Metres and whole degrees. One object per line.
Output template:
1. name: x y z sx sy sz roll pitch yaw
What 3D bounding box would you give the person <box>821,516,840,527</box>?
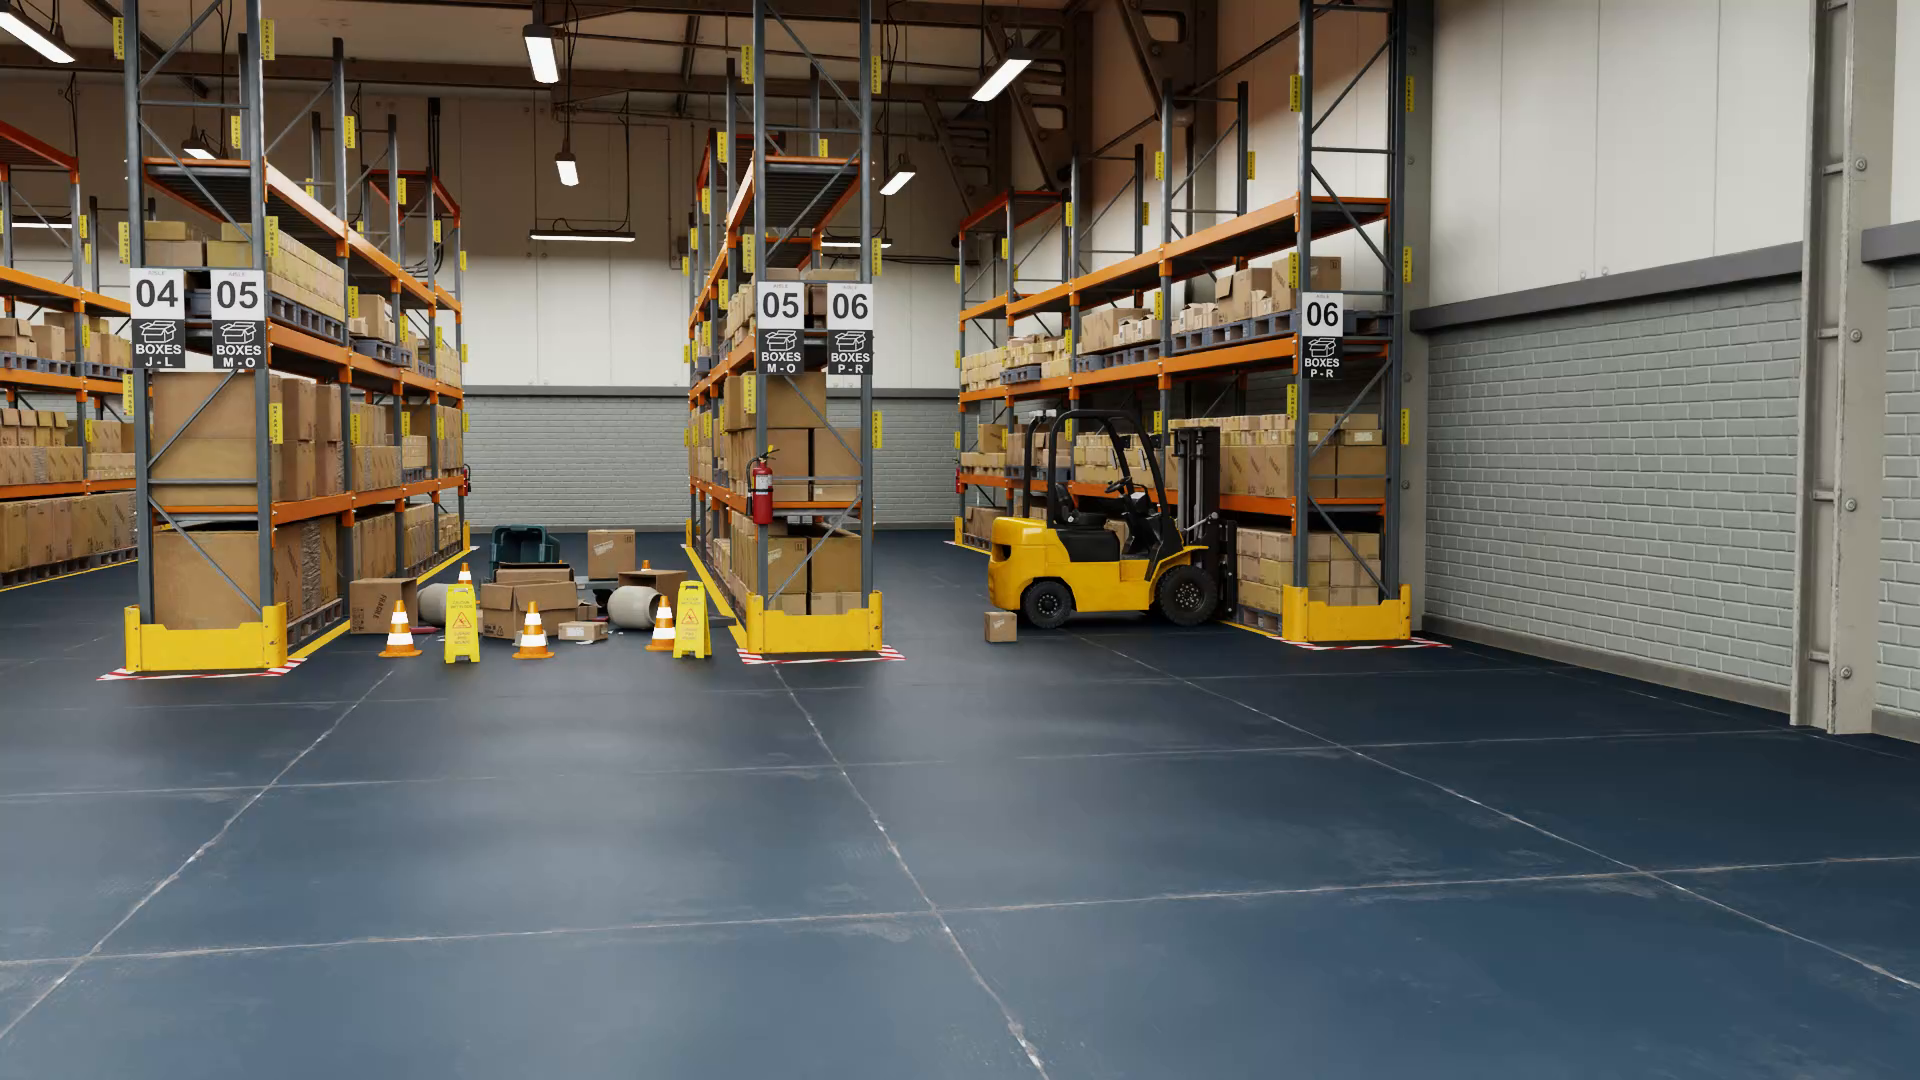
1. person: -2.160 -0.607 27.926 0.487 1.642 0.987 -1 3 -10
